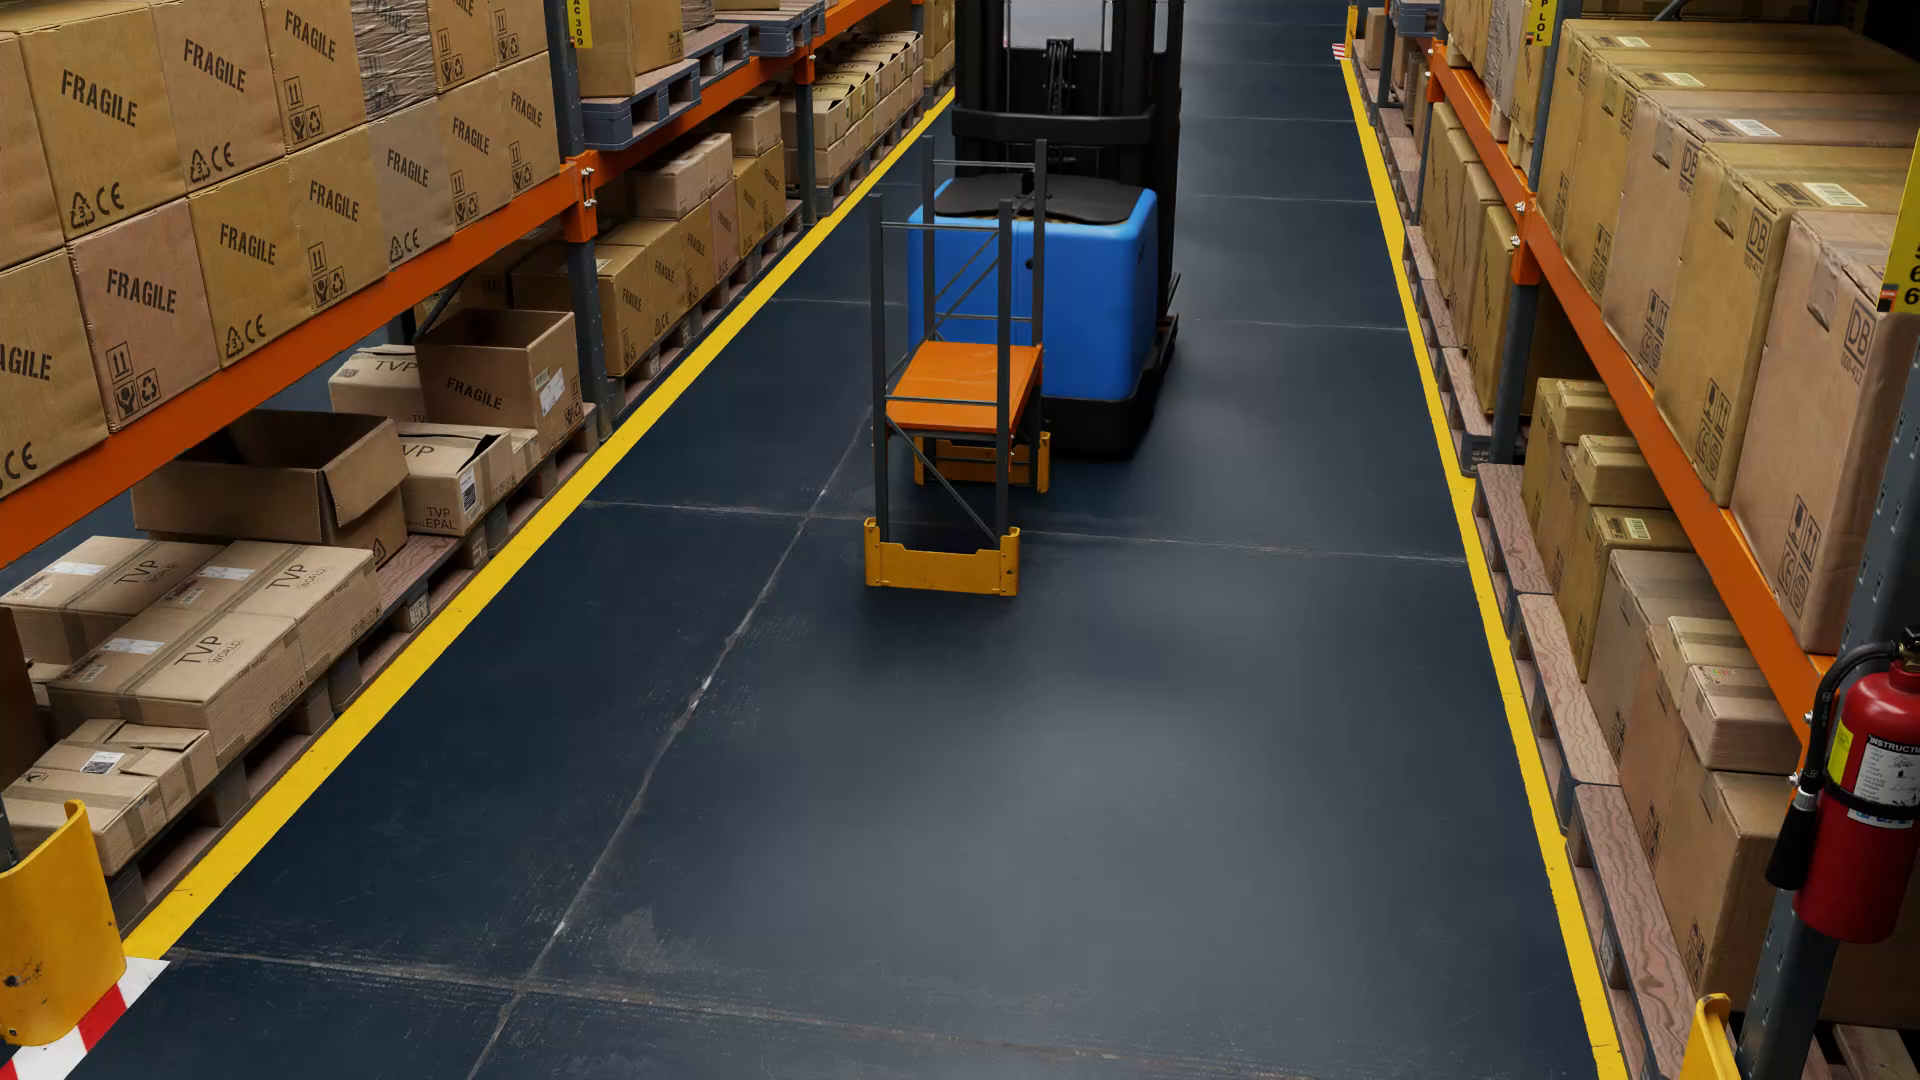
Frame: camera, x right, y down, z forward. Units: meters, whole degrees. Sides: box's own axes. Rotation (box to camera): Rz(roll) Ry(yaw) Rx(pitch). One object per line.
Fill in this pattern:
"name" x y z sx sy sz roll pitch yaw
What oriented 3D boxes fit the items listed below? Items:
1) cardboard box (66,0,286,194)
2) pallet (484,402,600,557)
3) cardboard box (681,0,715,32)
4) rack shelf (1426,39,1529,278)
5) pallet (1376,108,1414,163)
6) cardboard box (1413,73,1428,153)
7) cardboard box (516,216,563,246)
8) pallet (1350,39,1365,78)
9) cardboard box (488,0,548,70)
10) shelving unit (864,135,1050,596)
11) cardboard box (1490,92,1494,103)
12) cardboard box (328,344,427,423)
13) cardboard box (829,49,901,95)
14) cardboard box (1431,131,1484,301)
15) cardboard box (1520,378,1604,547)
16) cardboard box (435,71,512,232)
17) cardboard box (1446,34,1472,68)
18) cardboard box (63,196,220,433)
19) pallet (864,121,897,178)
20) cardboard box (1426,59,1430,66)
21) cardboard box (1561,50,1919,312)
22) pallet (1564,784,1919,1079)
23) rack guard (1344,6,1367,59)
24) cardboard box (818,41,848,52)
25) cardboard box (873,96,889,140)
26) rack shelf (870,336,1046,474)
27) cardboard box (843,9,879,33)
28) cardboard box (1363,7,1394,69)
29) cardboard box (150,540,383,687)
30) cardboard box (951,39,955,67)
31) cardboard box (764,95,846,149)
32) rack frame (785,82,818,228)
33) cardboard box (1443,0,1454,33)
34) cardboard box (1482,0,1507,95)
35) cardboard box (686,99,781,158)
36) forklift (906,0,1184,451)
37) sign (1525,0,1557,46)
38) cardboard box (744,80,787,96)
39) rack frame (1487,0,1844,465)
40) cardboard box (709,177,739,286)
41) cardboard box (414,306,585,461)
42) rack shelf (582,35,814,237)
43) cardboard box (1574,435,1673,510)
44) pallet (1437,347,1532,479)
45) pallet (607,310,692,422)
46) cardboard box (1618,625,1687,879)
"cardboard box" -2.289 -1.283 4.655 0.500 0.500 0.500 4 25 9
"pallet" -2.246 -0.312 7.168 1.003 0.211 1.213 4 25 9
"cardboard box" -1.808 -3.130 9.285 0.700 0.500 0.500 9 27 18
"rack shelf" 3.082 -2.031 8.399 1.077 0.370 4.000 4 25 9
"pallet" 3.937 -3.278 13.503 1.003 0.211 1.213 4 25 9
"cardboard box" 3.801 -3.194 12.466 0.700 0.500 0.500 4 25 9
"cardboard box" -2.245 -1.362 8.550 0.500 0.500 0.500 4 25 9
"pallet" 4.536 -4.907 16.985 1.003 0.211 1.213 4 25 9
"cardboard box" -1.960 -2.131 6.467 0.500 0.500 0.500 4 25 9
"shelving unit" 0.012 -0.711 6.500 0.587 1.500 1.083 4 25 9
"cardboard box" 2.837 -2.215 8.217 0.380 0.149 0.250 5 26 10
"cardboard box" -2.414 -0.683 7.324 0.500 0.311 0.500 4 25 9
"cardboard box" -0.771 -3.791 13.397 0.500 0.311 0.500 4 25 8
"cardboard box" 3.010 -1.746 8.981 0.750 0.750 0.750 4 25 8
"cardboard box" 2.532 -0.273 6.248 0.700 0.500 0.500 4 25 9
"cardboard box" -2.044 -1.465 6.223 0.500 0.500 0.500 5 25 10
"cardboard box" 2.950 -2.757 9.374 0.380 0.149 0.250 5 26 10
"cardboard box" -2.374 -0.618 4.414 0.500 0.500 0.500 4 25 8
"pallet" -1.104 -3.122 13.172 1.003 0.211 1.213 4 25 9
"cardboard box" 3.890 -3.780 12.832 0.500 0.250 0.500 3 25 7
"cardboard box" 2.526 -1.126 5.263 0.980 0.700 0.700 3 25 7
"pallet" 2.155 1.076 4.203 1.003 0.211 1.213 4 25 9
"rack guard" 4.704 -5.375 17.644 1.175 0.500 0.348 4 25 9
"cardboard box" -1.225 -4.042 13.934 0.500 0.311 0.500 4 25 8
"cardboard box" -0.859 -3.321 13.055 0.500 0.250 0.500 5 25 10
"rack shelf" 0.014 -0.552 6.585 0.538 0.185 1.000 4 25 9
"cardboard box" -0.872 -4.910 15.565 0.500 0.500 0.500 4 25 9
"cardboard box" 4.252 -4.781 15.856 0.700 0.500 0.500 2 25 5
"cardboard box" -2.254 0.231 5.443 0.500 0.250 0.500 4 25 9
"cardboard box" -0.277 -4.743 16.093 0.500 0.250 0.500 4 25 9
"cardboard box" -1.103 -2.933 11.563 0.500 0.311 0.500 5 26 10
"rack frame" -1.479 -3.535 10.764 1.000 3.000 0.127 4 25 9
"cardboard box" 3.077 -3.197 9.549 0.500 0.500 0.500 5 26 10
"cardboard box" 2.746 -2.344 7.726 0.500 0.500 0.500 4 25 9
"cardboard box" -1.405 -2.511 10.120 0.500 0.250 0.500 5 26 11
"forklift" 0.568 -2.323 8.255 1.130 2.935 3.031 5 26 11
"sign" 2.218 -2.042 6.303 0.100 0.325 0.005 4 25 9
"cardboard box" -1.558 -3.188 12.109 0.500 0.311 0.500 4 25 8
"rack frame" 2.755 -1.520 6.460 1.000 3.000 0.127 4 25 9
"cardboard box" -1.565 -1.758 9.398 0.500 0.500 0.500 3 25 7
"cardboard box" -1.946 -0.671 7.075 0.500 0.500 0.500 4 25 9
"rack shelf" -1.806 -2.373 9.129 1.077 0.370 4.000 4 25 9
"cardboard box" 2.211 -0.218 5.365 0.380 0.149 0.250 3 25 7
"pallet" 2.807 -0.585 7.752 1.003 0.211 1.213 4 25 9
"pallet" -2.037 -0.942 8.513 1.003 0.211 1.213 4 25 9
"cardboard box" 2.199 0.585 4.414 0.700 0.500 0.500 4 25 8
